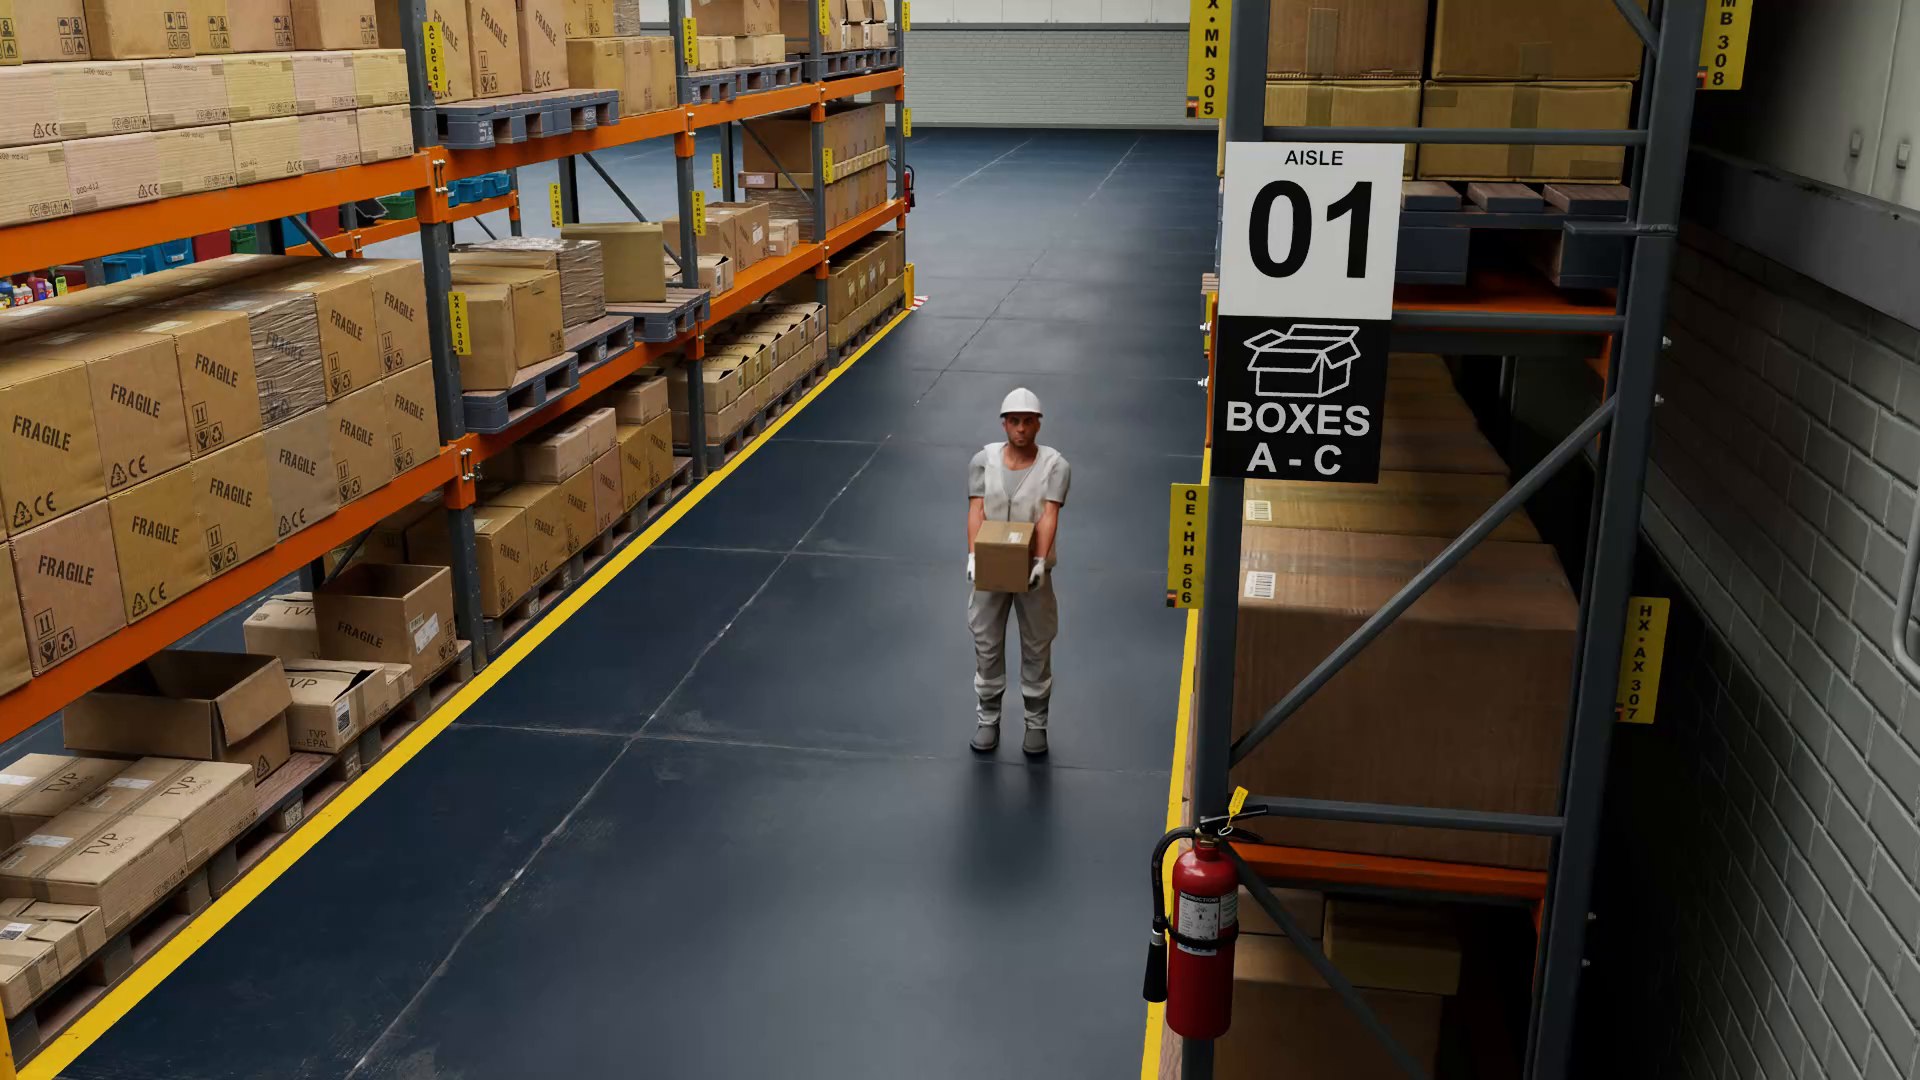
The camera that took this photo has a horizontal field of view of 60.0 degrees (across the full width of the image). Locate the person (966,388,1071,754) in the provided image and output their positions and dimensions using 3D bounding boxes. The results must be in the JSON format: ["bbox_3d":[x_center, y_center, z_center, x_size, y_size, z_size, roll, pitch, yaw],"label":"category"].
[{"bbox_3d":[0.256,0.182,7.947,0.494,1.784,0.566,3,18,10],"label":"person"}]
